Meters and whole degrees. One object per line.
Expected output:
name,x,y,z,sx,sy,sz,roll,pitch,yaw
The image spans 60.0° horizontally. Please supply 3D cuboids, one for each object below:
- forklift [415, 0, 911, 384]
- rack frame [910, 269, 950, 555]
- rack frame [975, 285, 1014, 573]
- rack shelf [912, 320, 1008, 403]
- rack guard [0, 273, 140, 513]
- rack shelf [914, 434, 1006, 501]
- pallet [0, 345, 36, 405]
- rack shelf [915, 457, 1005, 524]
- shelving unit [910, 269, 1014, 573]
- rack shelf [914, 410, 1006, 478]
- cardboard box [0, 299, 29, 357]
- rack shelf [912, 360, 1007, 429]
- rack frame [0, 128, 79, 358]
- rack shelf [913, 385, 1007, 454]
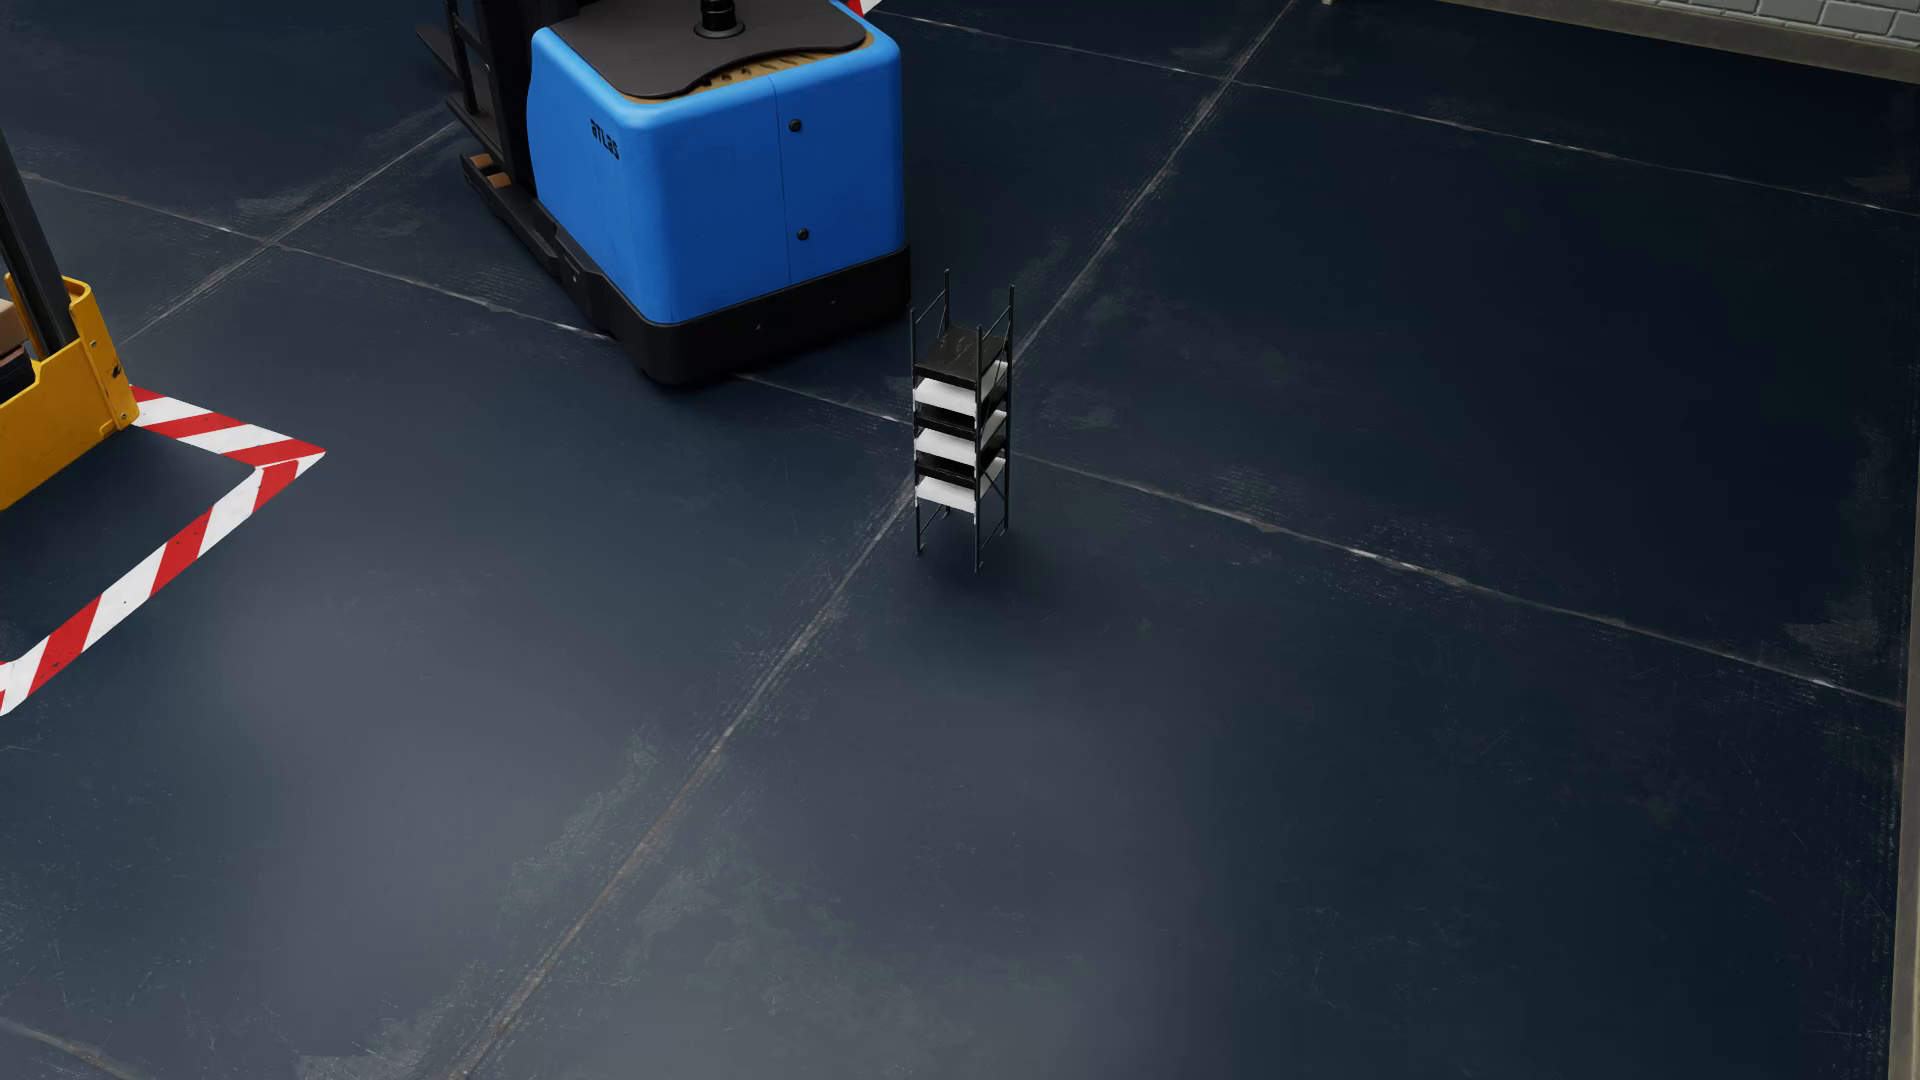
forklift,-1.401,-2.585,5.995,1.130,2.935,3.031,-23,46,-24
rack frame,-0.085,-0.366,4.985,0.006,0.900,0.240,17,44,19
rack frame,0.099,-0.310,4.920,0.006,0.900,0.240,17,44,19
rack shelf,0.007,-0.517,4.798,0.200,0.077,0.258,17,44,19
rack guard,-3.217,-0.337,5.257,0.348,0.500,1.175,17,44,19
rack shelf,0.007,-0.245,5.033,0.200,0.077,0.258,17,44,19
pallet,-3.940,-0.448,5.606,1.213,0.211,1.003,17,44,19
rack shelf,0.007,-0.177,5.092,0.200,0.077,0.258,17,44,19
shelving unit,0.007,-0.338,4.953,0.210,0.900,0.258,17,44,19
rack shelf,0.007,-0.313,4.974,0.200,0.077,0.258,17,44,19
cardboard box,-3.383,-0.670,5.573,0.250,0.149,0.380,17,44,19
rack shelf,0.007,-0.449,4.857,0.200,0.077,0.258,17,44,19
rack frame,-3.148,-1.261,4.414,0.127,3.000,1.000,17,44,19
rack shelf,0.007,-0.381,4.916,0.200,0.077,0.258,17,44,19
